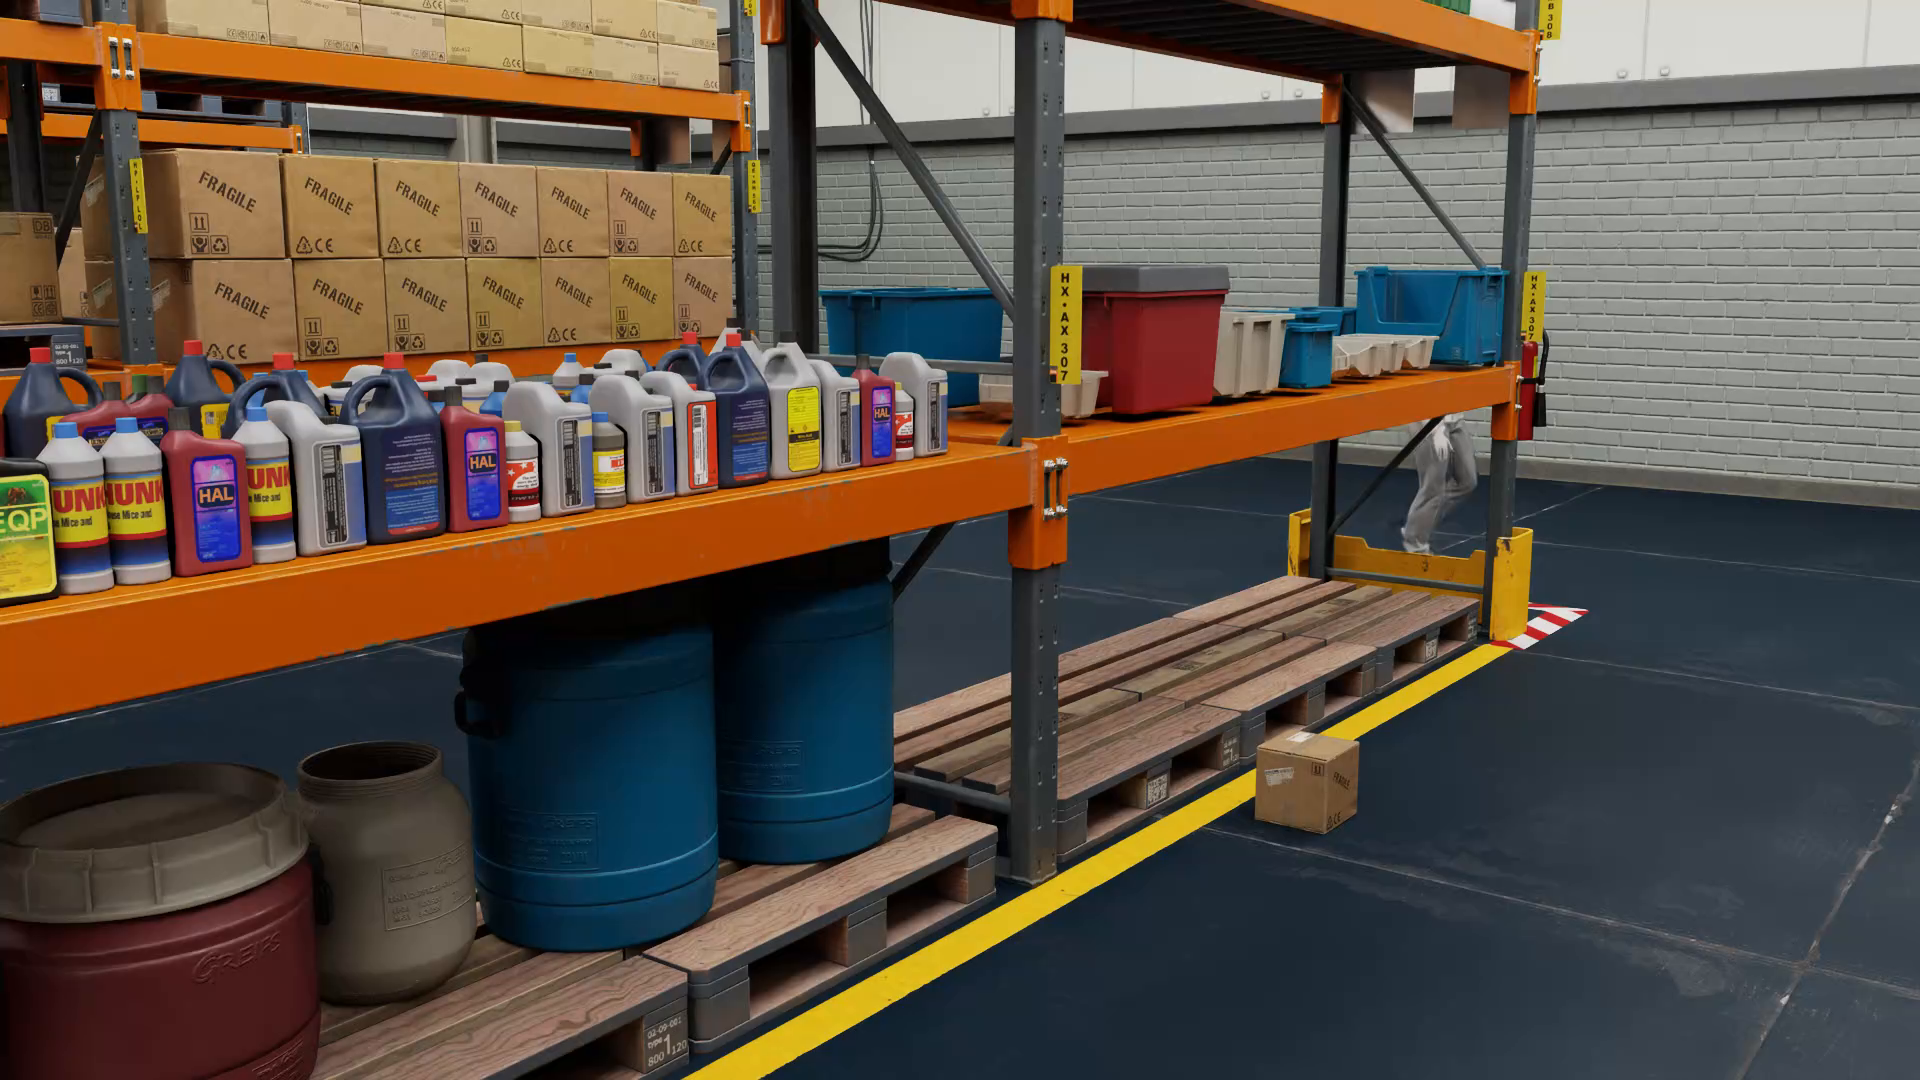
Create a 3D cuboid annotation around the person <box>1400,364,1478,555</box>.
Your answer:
[{"bbox_3d":[2.676,-0.644,9.402,0.400,1.674,0.513,6,12,31],"label":"person"}]
